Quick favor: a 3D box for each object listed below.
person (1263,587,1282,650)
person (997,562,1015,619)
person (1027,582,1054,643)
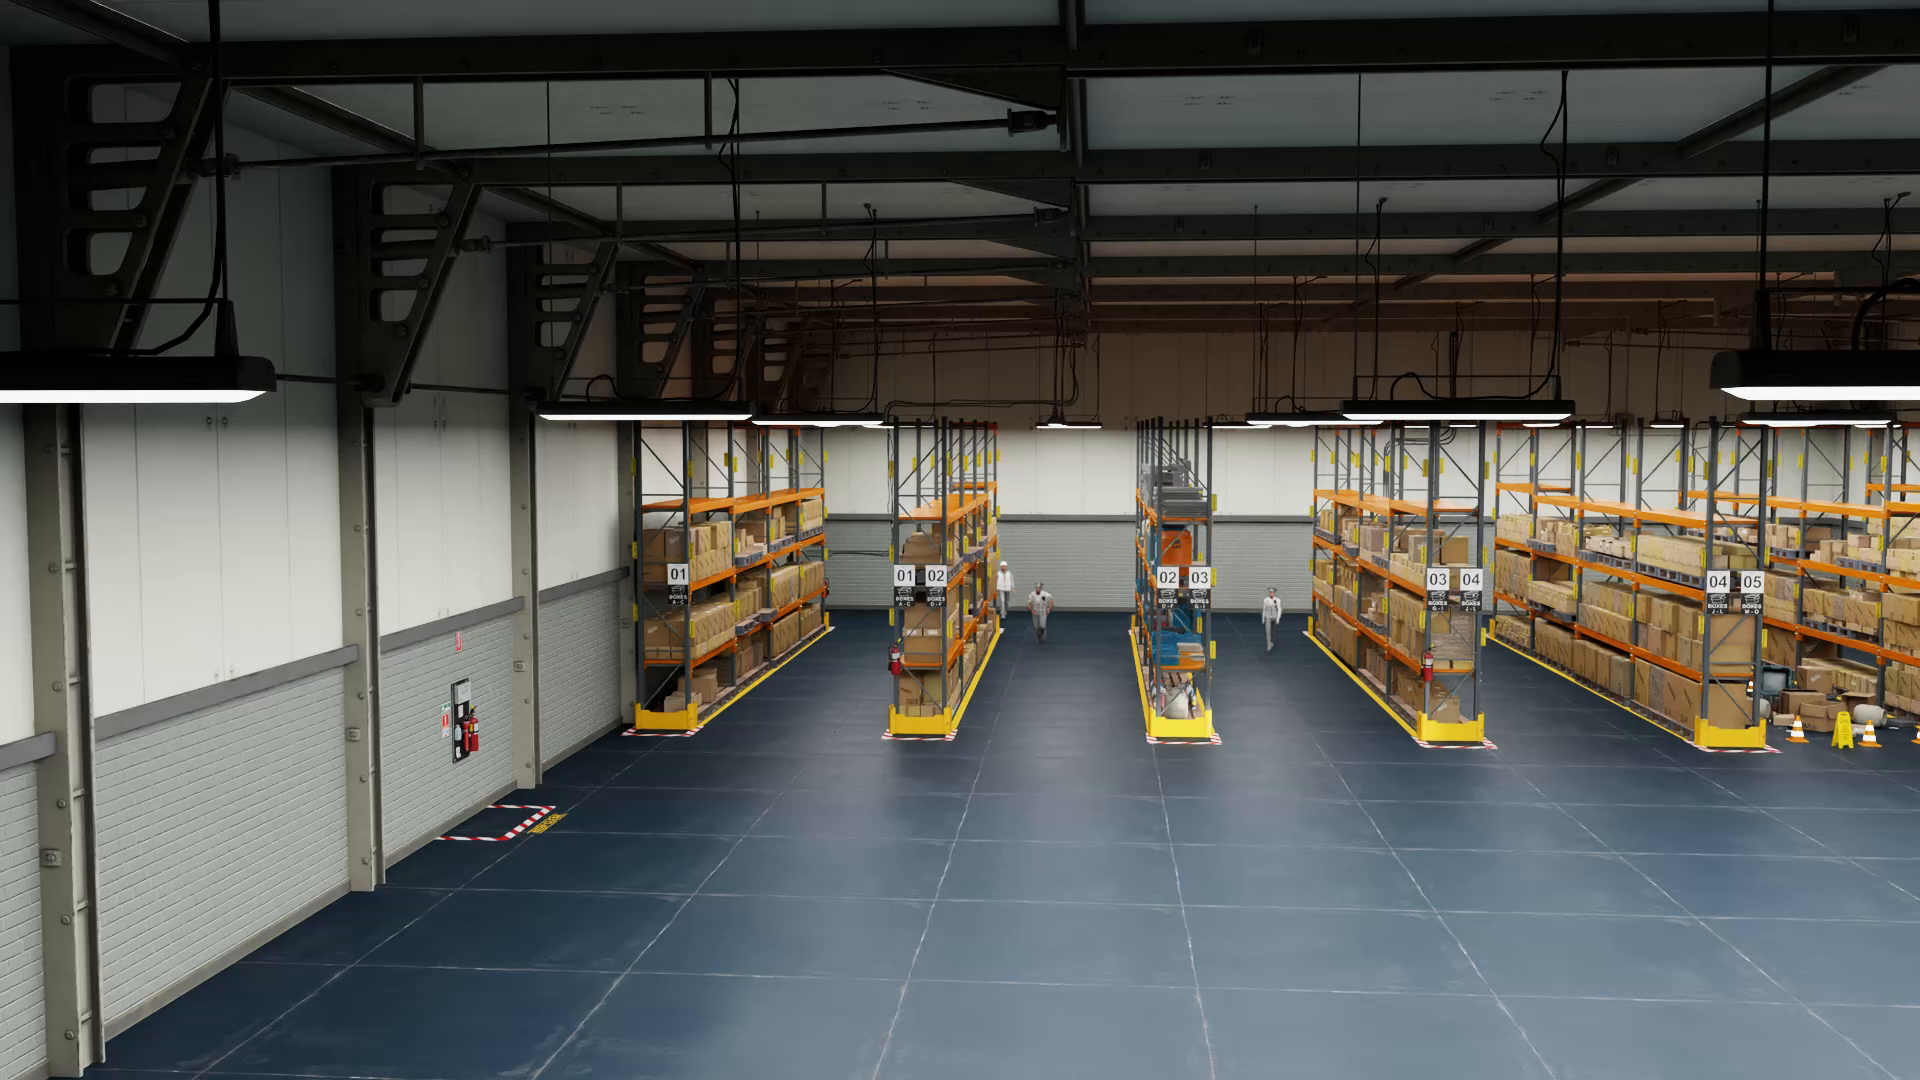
[{"bbox_3d":[8.192,2.041,43.530,0.445,1.609,1.038,0,4,-1],"label":"person"},{"bbox_3d":[1.362,1.521,50.930,0.557,1.730,1.031,-1,4,-10],"label":"person"},{"bbox_3d":[2.169,1.959,44.771,0.702,1.694,0.732,1,4,13],"label":"person"}]
